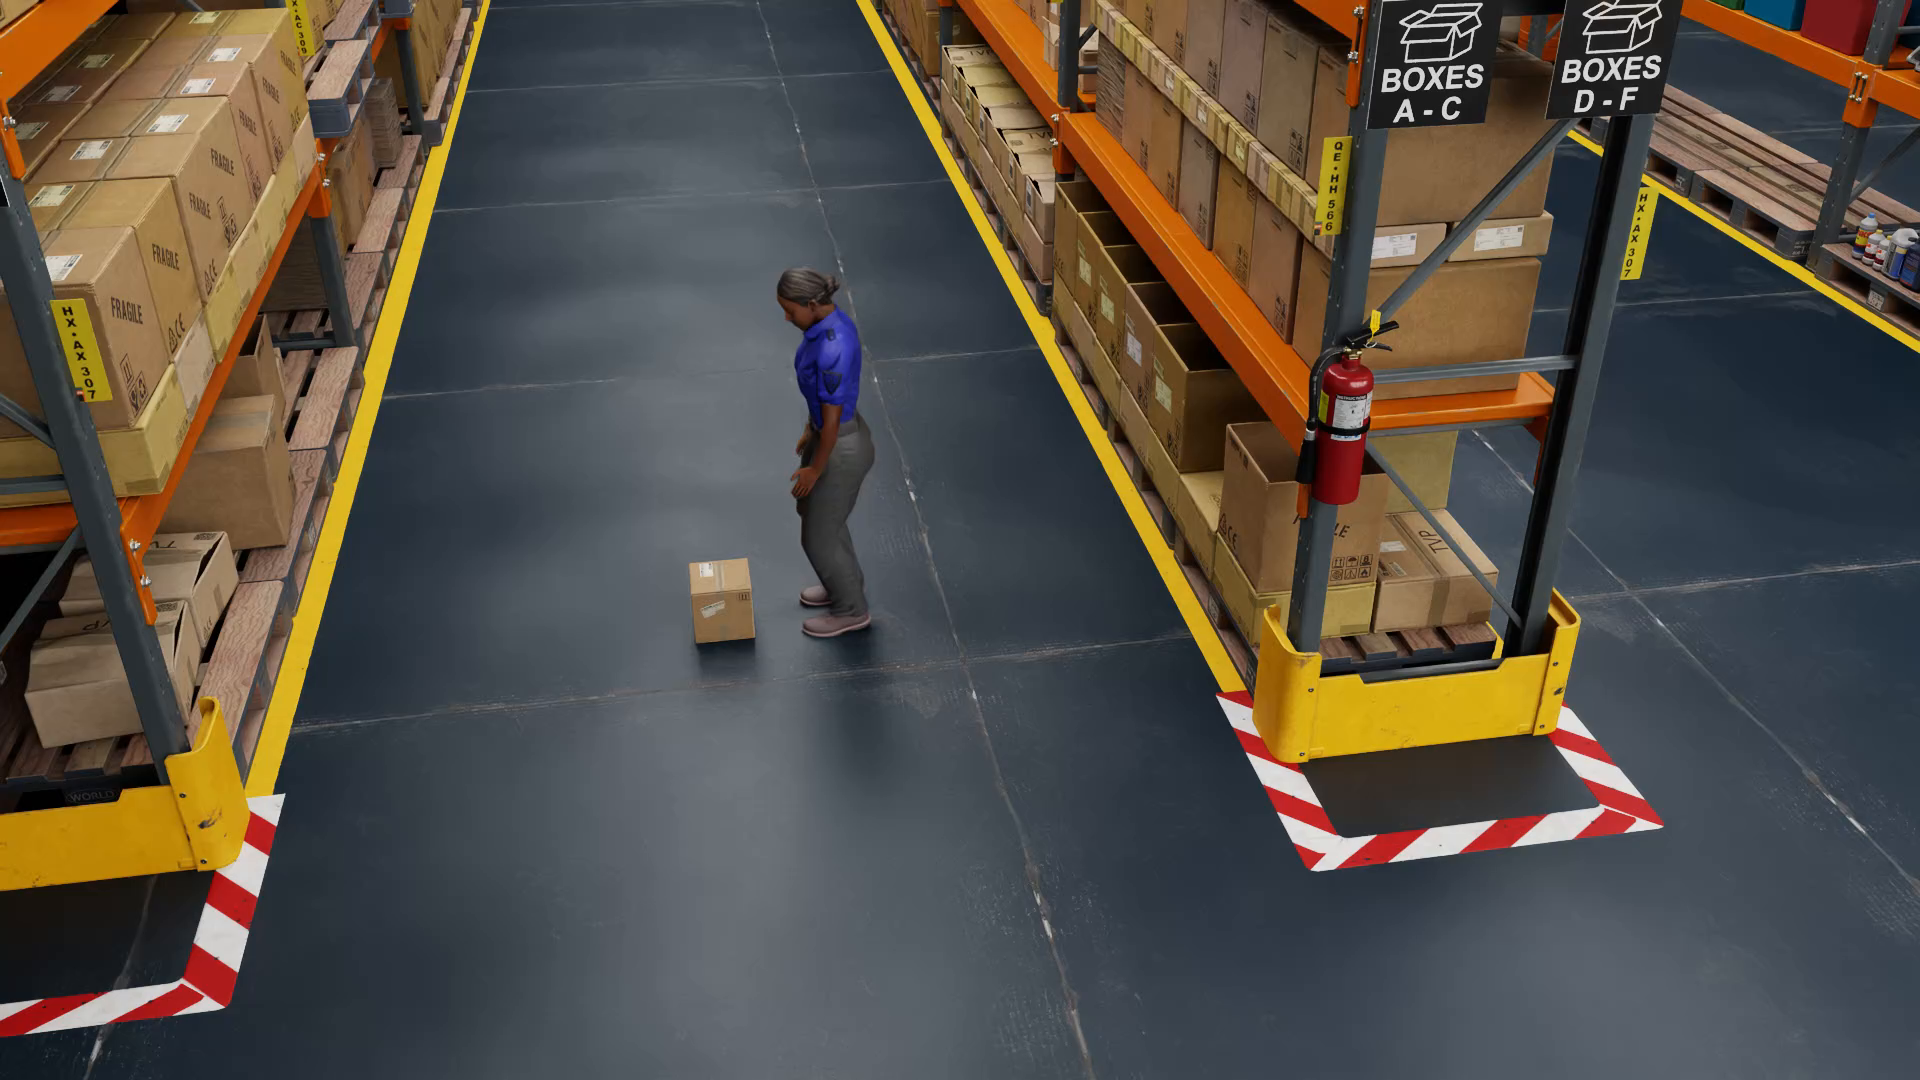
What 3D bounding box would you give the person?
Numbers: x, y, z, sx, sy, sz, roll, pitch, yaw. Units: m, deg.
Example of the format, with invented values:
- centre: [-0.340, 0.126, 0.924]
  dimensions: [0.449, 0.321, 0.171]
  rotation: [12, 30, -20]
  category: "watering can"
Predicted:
- centre: [-0.530, -0.356, 6.785]
  dimensions: [0.361, 1.618, 0.453]
  rotation: [-5, 31, -8]
  category: "person"
